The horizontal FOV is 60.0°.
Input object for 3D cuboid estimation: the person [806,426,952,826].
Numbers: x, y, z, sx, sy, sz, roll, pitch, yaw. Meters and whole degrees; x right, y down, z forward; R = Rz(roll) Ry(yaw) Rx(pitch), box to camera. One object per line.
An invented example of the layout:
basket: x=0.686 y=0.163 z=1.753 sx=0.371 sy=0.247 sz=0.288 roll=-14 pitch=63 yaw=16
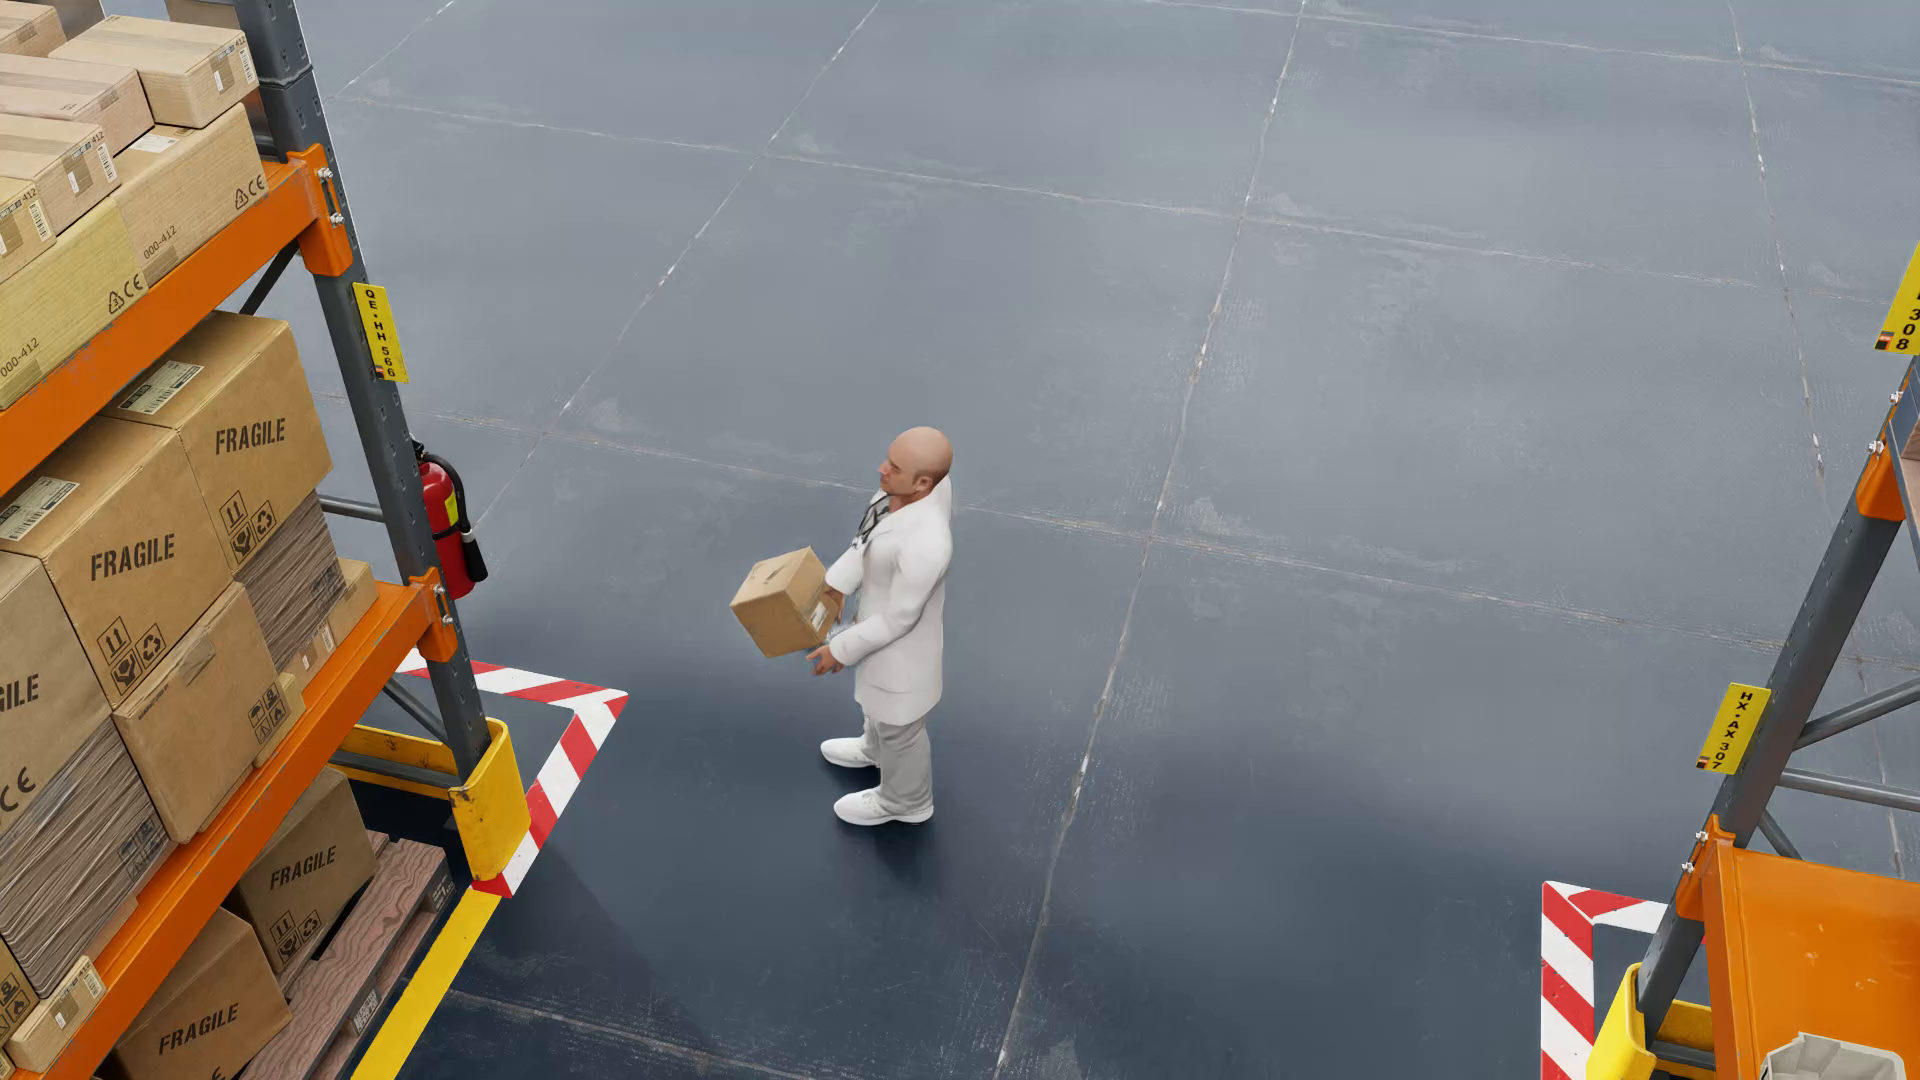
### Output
person: x=-0.278 y=0.322 z=5.783 sx=0.511 sy=1.781 sz=0.594 roll=-3 pitch=41 yaw=-3
